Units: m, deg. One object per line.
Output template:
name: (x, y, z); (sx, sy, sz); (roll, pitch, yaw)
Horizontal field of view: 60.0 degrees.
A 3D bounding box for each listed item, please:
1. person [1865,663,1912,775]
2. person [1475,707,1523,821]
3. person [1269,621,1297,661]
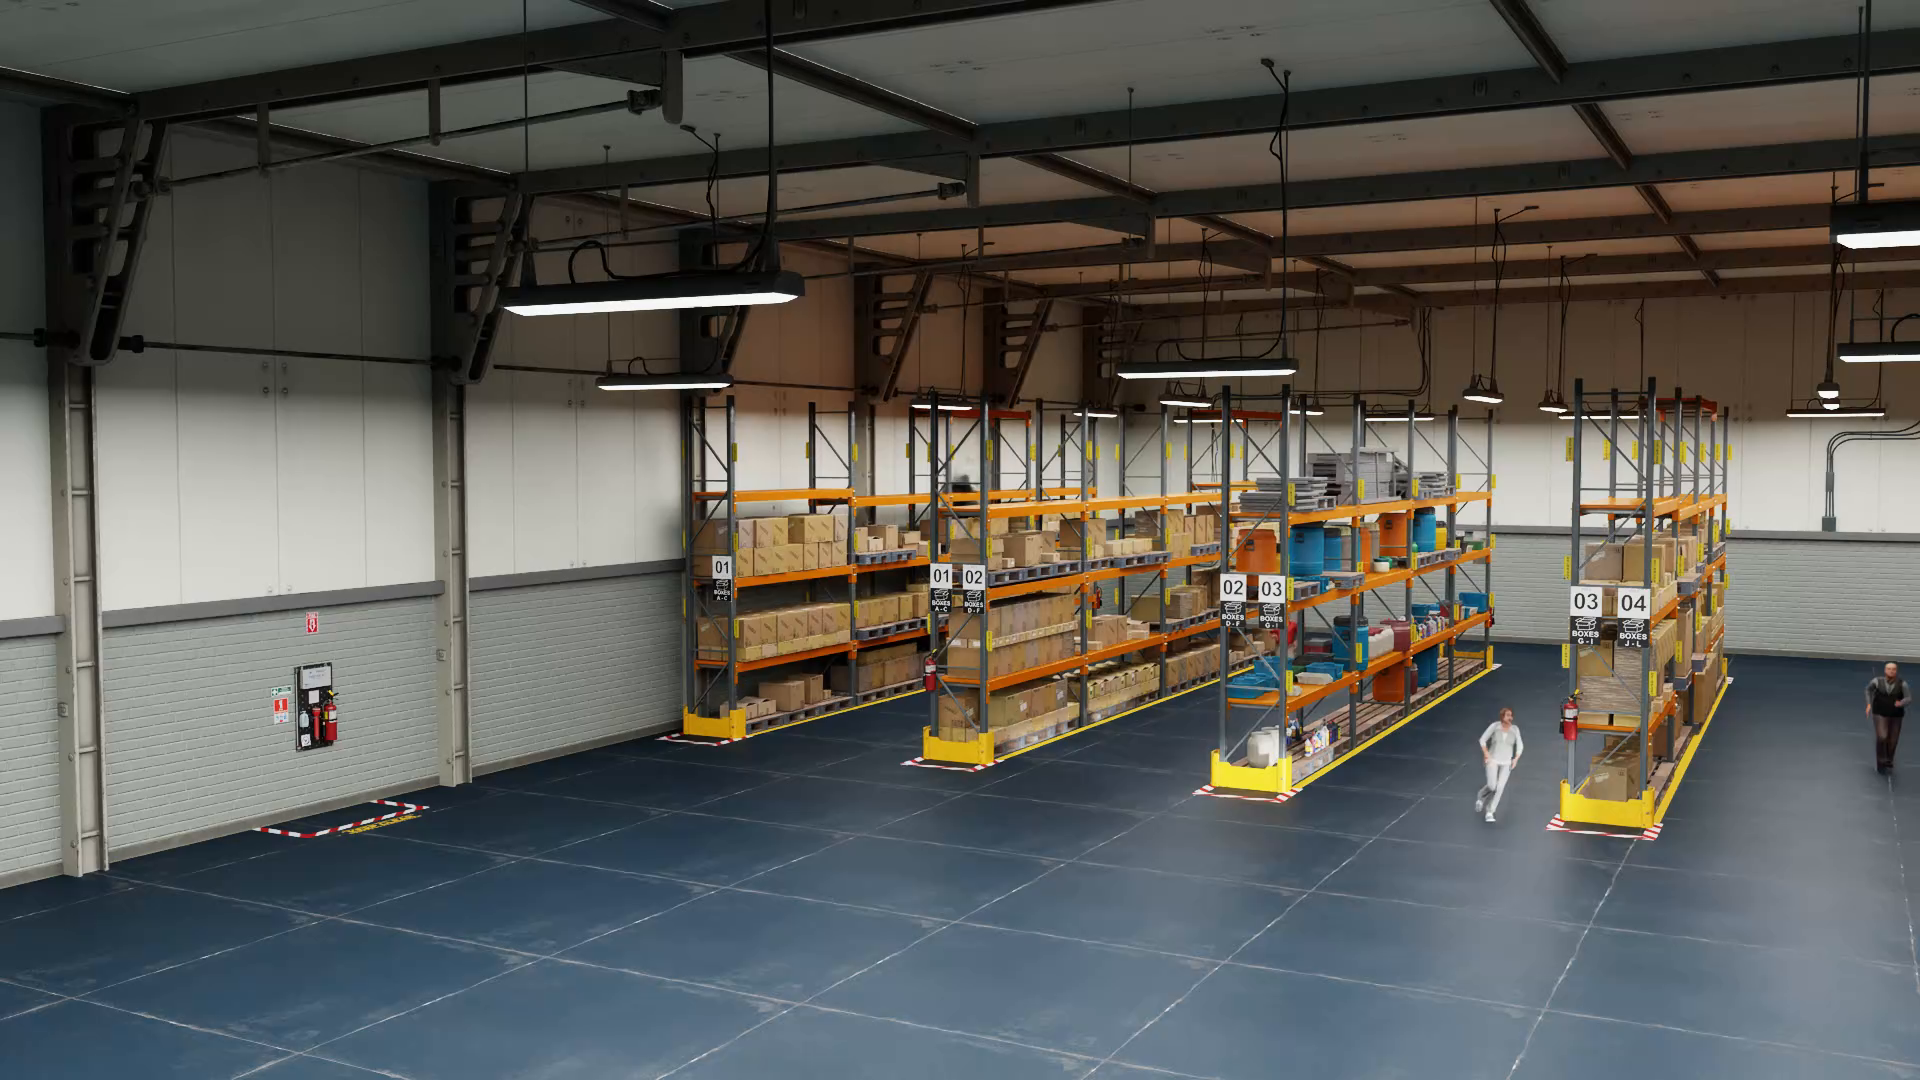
person: (14.474, 2.782, 25.925); (0.620, 1.749, 0.811); (1, 3, 21)
person: (7.369, 3.040, 22.676); (0.588, 1.547, 0.518); (0, 3, 6)
person: (6.759, 2.332, 34.645); (0.644, 1.764, 0.701); (1, 3, 20)
